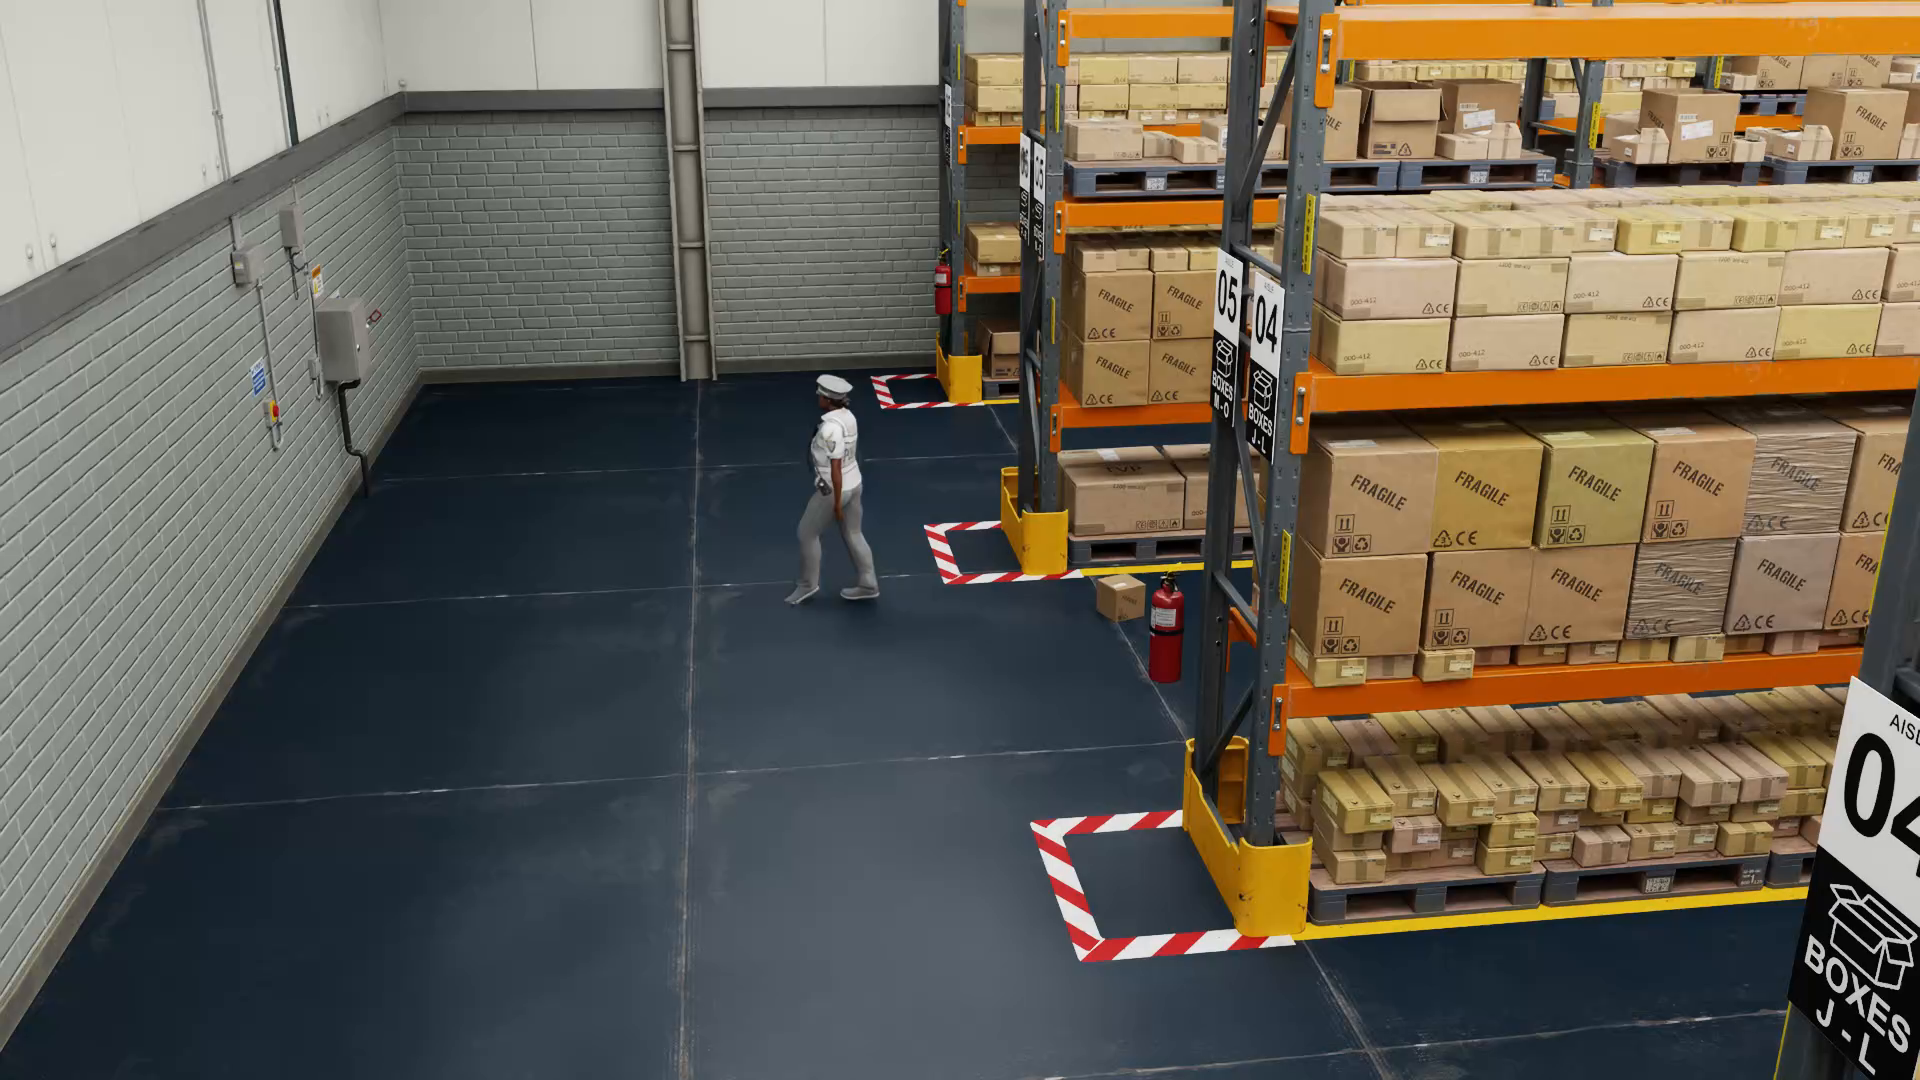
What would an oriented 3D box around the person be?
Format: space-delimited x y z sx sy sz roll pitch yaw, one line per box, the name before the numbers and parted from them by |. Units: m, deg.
person | -0.919 -0.347 12.028 0.696 1.724 0.477 7 21 18
